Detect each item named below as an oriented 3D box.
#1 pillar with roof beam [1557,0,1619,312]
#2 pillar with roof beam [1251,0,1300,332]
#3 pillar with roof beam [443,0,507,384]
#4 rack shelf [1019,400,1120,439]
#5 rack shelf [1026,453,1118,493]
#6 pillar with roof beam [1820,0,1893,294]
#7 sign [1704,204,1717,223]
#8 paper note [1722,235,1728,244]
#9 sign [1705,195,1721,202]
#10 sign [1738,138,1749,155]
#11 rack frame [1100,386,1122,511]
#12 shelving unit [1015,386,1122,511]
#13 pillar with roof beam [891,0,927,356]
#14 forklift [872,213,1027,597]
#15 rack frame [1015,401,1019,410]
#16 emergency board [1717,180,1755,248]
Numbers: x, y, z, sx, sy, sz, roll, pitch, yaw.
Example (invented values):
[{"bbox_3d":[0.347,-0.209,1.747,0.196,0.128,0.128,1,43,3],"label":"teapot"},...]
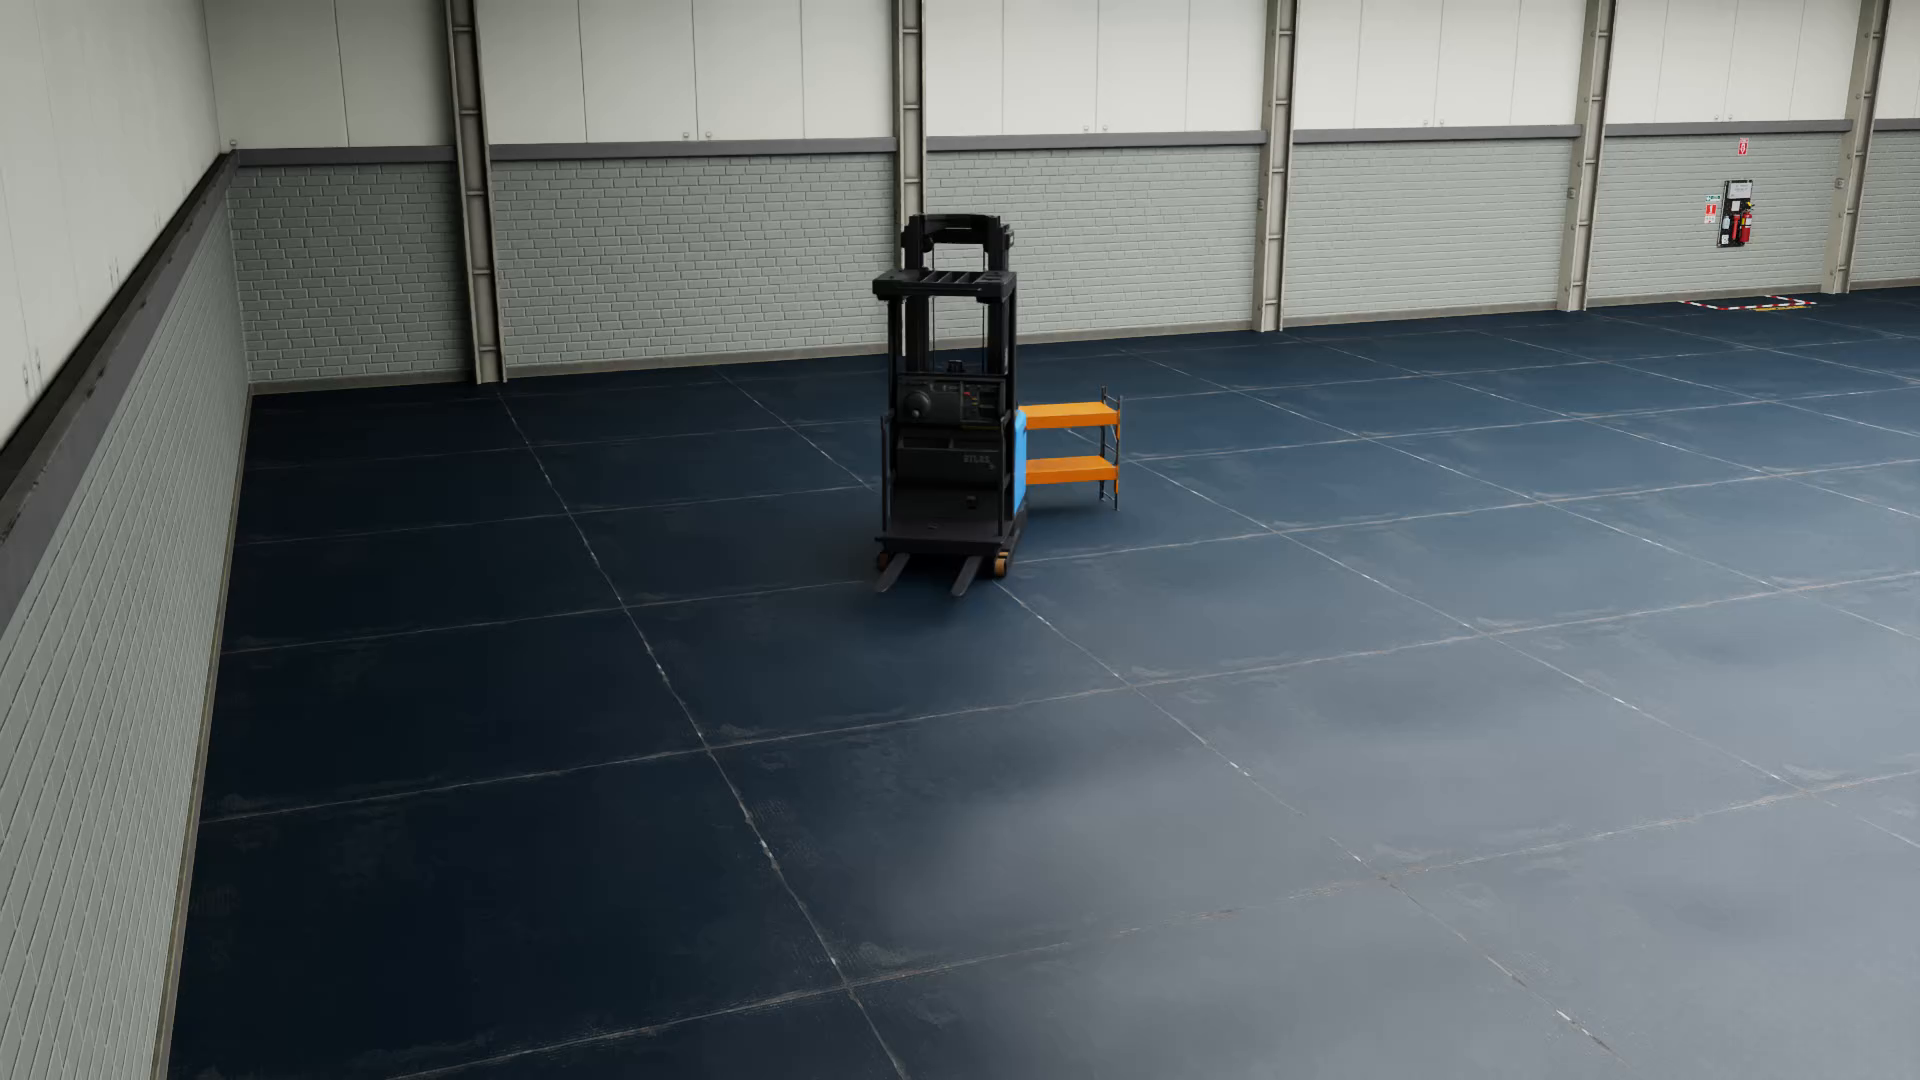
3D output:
[{"bbox_3d":[12.031,-7.139,23.439,0.400,9.000,9.100,-6,17,-20],"label":"pillar with roof beam"},{"bbox_3d":[6.429,-6.535,21.379,0.400,9.000,9.100,-6,17,-20],"label":"pillar with roof beam"},{"bbox_3d":[-4.777,-5.325,17.260,0.400,9.000,9.100,-6,17,-20],"label":"pillar with roof beam"},{"bbox_3d":[0.968,-1.133,15.922,1.000,0.278,0.538,-4,17,-14],"label":"rack shelf"},{"bbox_3d":[0.968,-0.618,16.073,1.000,0.278,0.538,-4,17,-14],"label":"rack shelf"},{"bbox_3d":[17.634,-7.744,25.499,0.400,9.000,9.100,-6,17,-20],"label":"pillar with roof beam"},{"bbox_3d":[13.219,-5.748,29.285,0.234,0.329,0.001,-6,17,-20],"label":"sign"},{"bbox_3d":[13.582,-5.337,29.513,0.142,0.148,0.016,-6,17,-20],"label":"paper note"},{"bbox_3d":[13.227,-6.000,29.204,0.331,0.109,0.001,-6,17,-20],"label":"sign"},{"bbox_3d":[13.729,-6.897,29.147,0.199,0.298,0.001,-6,17,-20],"label":"sign"},{"bbox_3d":[1.461,-0.888,16.126,0.032,1.125,0.500,-4,17,-14],"label":"rack frame"},{"bbox_3d":[0.968,-0.852,16.005,1.048,1.125,0.538,-4,17,-14],"label":"shelving unit"},{"bbox_3d":[0.826,-5.930,19.320,0.400,9.000,9.100,-6,17,-20],"label":"pillar with roof beam"},{"bbox_3d":[-0.106,-1.195,13.967,1.130,2.935,3.031,2,17,8],"label":"forklift"},{"bbox_3d":[0.476,-0.817,15.884,0.032,1.125,0.500,-4,17,-14],"label":"rack frame"},{"bbox_3d":[13.772,-5.760,29.387,0.643,1.169,0.194,-6,17,-20],"label":"emergency board"}]
